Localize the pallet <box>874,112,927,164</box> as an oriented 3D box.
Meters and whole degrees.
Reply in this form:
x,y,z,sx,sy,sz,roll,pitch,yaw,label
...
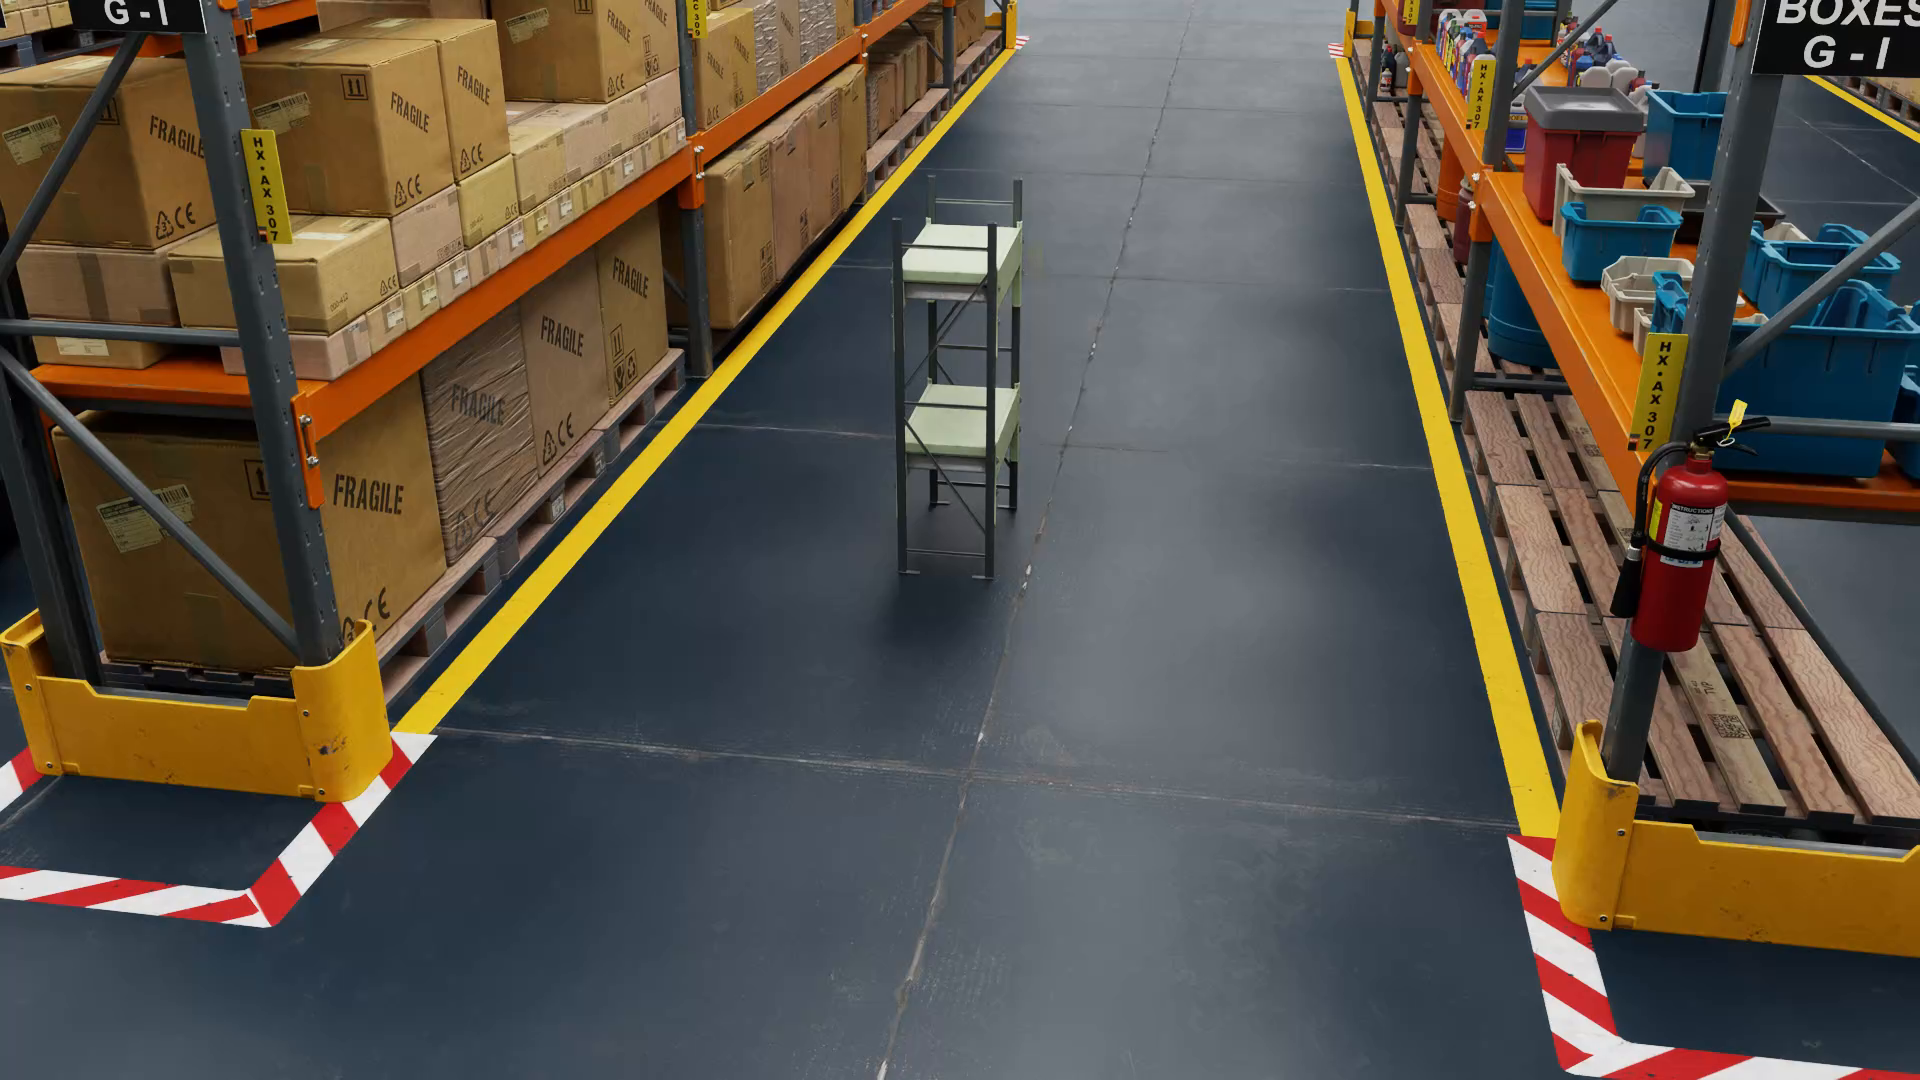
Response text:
x,y,z,sx,sy,sz,roll,pitch,yaw,label
-0.886,-3.537,14.558,1.003,0.211,1.213,4,25,9,pallet

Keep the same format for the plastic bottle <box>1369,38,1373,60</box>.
x,y,z,sx,sy,sz,roll,pitch,yaw,label
4.374,-5.194,17.508,0.097,0.271,0.097,0,25,0,plastic bottle

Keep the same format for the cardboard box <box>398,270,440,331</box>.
x,y,z,sx,sy,sz,roll,pitch,yaw,label
-2.058,-0.845,5.814,0.380,0.149,0.250,3,25,7,cardboard box

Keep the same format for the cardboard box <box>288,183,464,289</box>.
x,y,z,sx,sy,sz,roll,pitch,yaw,label
-2.101,-1.086,5.857,0.500,0.250,0.500,4,25,8,cardboard box

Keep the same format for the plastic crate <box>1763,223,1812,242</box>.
x,y,z,sx,sy,sz,roll,pitch,yaw,label
3.028,-1.107,6.318,0.293,0.136,0.466,4,25,9,plastic crate

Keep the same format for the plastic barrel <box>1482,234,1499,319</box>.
x,y,z,sx,sy,sz,roll,pitch,yaw,label
3.238,-1.711,9.347,0.600,0.901,0.708,4,25,9,plastic barrel

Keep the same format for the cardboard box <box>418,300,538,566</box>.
x,y,z,sx,sy,sz,roll,pitch,yaw,label
-2.349,-0.501,6.792,0.875,0.875,0.875,4,25,9,cardboard box

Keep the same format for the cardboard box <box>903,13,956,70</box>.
x,y,z,sx,sy,sz,roll,pitch,yaw,label
-0.372,-5.100,17.061,0.500,0.500,0.500,13,28,25,cardboard box

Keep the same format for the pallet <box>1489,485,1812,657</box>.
x,y,z,sx,sy,sz,roll,pitch,yaw,label
2.737,0.136,6.710,1.003,0.211,1.213,4,25,9,pallet

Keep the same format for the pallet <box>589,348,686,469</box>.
x,y,z,sx,sy,sz,roll,pitch,yaw,label
-2.072,-0.716,8.531,1.003,0.211,1.213,4,25,9,pallet

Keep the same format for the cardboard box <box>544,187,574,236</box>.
x,y,z,sx,sy,sz,roll,pitch,yaw,label
-1.849,-1.384,6.965,0.380,0.149,0.250,4,25,9,cardboard box

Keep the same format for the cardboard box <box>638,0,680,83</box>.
x,y,z,sx,sy,sz,roll,pitch,yaw,label
-1.681,-2.487,7.967,0.500,0.500,0.500,5,25,10,cardboard box

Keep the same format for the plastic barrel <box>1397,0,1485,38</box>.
x,y,z,sx,sy,sz,roll,pitch,yaw,label
3.447,-3.898,11.880,0.600,0.536,0.708,4,25,9,plastic barrel

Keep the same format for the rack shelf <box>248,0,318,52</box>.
x,y,z,sx,sy,sz,roll,pitch,yaw,label
-5.766,-4.861,14.946,1.077,0.370,4.000,4,25,9,rack shelf

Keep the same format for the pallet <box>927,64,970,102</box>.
x,y,z,sx,sy,sz,roll,pitch,yaw,label
-0.488,-4.658,16.953,1.003,0.211,1.213,4,25,9,pallet

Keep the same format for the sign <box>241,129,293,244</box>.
x,y,z,sx,sy,sz,roll,pitch,yaw,label
-1.977,-1.006,4.746,0.100,0.325,0.005,4,25,9,sign

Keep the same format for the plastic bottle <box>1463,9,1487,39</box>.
x,y,z,sx,sy,sz,roll,pitch,yaw,label
3.430,-3.396,11.114,0.152,0.276,0.135,4,25,9,plastic bottle

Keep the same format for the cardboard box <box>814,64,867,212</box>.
x,y,z,sx,sy,sz,roll,pitch,yaw,label
-1.350,-2.905,11.930,1.225,0.875,0.875,3,25,6,cardboard box

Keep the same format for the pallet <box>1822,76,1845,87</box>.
x,y,z,sx,sy,sz,roll,pitch,yaw,label
9.780,-5.037,17.762,1.003,0.211,1.213,4,25,9,pallet

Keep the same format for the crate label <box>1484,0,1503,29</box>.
x,y,z,sx,sy,sz,roll,pitch,yaw,label
4.099,-4.034,12.289,0.502,0.435,0.616,4,25,9,crate label

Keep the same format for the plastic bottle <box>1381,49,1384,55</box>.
x,y,z,sx,sy,sz,roll,pitch,yaw,label
4.161,-4.704,16.447,0.061,0.283,0.133,6,26,12,plastic bottle

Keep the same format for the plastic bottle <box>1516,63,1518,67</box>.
x,y,z,sx,sy,sz,roll,pitch,yaw,label
3.052,-2.497,9.198,0.097,0.271,0.097,0,25,0,plastic bottle

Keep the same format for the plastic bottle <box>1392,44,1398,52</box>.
x,y,z,sx,sy,sz,roll,pitch,yaw,label
4.364,-4.829,16.713,0.061,0.283,0.133,4,25,9,plastic bottle

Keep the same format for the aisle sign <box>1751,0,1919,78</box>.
x,y,z,sx,sy,sz,roll,pitch,yaw,label
2.062,-1.443,3.729,0.394,0.787,0.004,4,25,9,aisle sign

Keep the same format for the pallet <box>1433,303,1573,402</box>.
x,y,z,sx,sy,sz,roll,pitch,yaw,label
3.183,-1.006,9.149,1.003,0.211,1.213,4,25,9,pallet

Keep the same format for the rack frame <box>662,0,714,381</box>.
x,y,z,sx,sy,sz,roll,pitch,yaw,label
-1.870,-2.292,8.608,1.000,3.000,0.127,4,25,9,rack frame

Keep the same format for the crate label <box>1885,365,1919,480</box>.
x,y,z,sx,sy,sz,roll,pitch,yaw,label
2.728,-0.308,4.495,0.416,0.233,0.303,4,25,9,crate label

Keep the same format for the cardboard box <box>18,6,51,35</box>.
x,y,z,sx,sy,sz,roll,pitch,yaw,label
-6.061,-3.319,10.604,0.380,0.149,0.250,3,25,6,cardboard box

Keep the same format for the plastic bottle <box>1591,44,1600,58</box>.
x,y,z,sx,sy,sz,roll,pitch,yaw,label
3.726,-2.763,9.752,0.061,0.283,0.133,4,25,9,plastic bottle

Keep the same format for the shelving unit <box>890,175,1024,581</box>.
x,y,z,sx,sy,sz,roll,pitch,yaw,label
0.001,-0.682,6.938,0.431,1.500,0.755,4,25,9,shelving unit

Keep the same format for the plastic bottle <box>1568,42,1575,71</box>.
x,y,z,sx,sy,sz,roll,pitch,yaw,label
3.902,-3.067,10.499,0.097,0.201,0.097,0,25,0,plastic bottle

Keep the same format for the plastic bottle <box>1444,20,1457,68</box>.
x,y,z,sx,sy,sz,roll,pitch,yaw,label
3.138,-3.164,10.608,0.061,0.283,0.133,4,25,9,plastic bottle

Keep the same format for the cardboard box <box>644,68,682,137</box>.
x,y,z,sx,sy,sz,roll,pitch,yaw,label
-1.683,-2.156,8.143,0.500,0.250,0.500,4,25,8,cardboard box

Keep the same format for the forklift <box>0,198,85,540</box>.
x,y,z,sx,sy,sz,roll,pitch,yaw,label
-4.642,-1.623,7.261,1.130,2.935,3.031,0,25,0,forklift

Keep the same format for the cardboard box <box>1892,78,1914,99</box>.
x,y,z,sx,sy,sz,roll,pitch,yaw,label
9.161,-4.312,15.672,0.500,0.250,0.500,4,25,9,cardboard box

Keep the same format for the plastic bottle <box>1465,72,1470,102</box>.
x,y,z,sx,sy,sz,roll,pitch,yaw,label
2.956,-2.613,9.529,0.097,0.201,0.097,0,25,0,plastic bottle

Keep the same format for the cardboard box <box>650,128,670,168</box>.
x,y,z,sx,sy,sz,roll,pitch,yaw,label
-1.639,-1.920,8.110,0.380,0.149,0.250,5,25,10,cardboard box

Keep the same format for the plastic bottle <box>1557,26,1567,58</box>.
x,y,z,sx,sy,sz,roll,pitch,yaw,label
3.988,-3.286,10.966,0.097,0.201,0.097,0,25,0,plastic bottle

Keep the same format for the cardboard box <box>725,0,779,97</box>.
x,y,z,sx,sy,sz,roll,pitch,yaw,label
-1.385,-2.932,9.857,0.500,0.500,0.500,3,25,7,cardboard box

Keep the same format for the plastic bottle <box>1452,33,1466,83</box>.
x,y,z,sx,sy,sz,roll,pitch,yaw,label
3.046,-2.930,10.109,0.061,0.283,0.133,4,25,9,plastic bottle

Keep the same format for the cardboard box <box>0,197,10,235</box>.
x,y,z,sx,sy,sz,roll,pitch,yaw,label
-6.364,-2.026,10.494,0.500,0.500,0.500,5,26,11,cardboard box

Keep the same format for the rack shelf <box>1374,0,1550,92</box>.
x,y,z,sx,sy,sz,roll,pitch,yaw,label
3.997,-4.132,13.388,1.077,0.370,4.000,4,25,9,rack shelf

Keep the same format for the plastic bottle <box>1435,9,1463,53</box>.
x,y,z,sx,sy,sz,roll,pitch,yaw,label
3.280,-3.407,11.136,0.152,0.276,0.135,4,25,9,plastic bottle

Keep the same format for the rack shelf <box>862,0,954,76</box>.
x,y,z,sx,sy,sz,roll,pitch,yaw,label
-0.890,-4.475,14.122,1.077,0.370,4.000,4,25,9,rack shelf

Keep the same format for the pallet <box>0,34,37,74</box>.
x,y,z,sx,sy,sz,roll,pitch,yaw,label
-6.478,-2.900,10.134,1.003,0.211,1.213,4,25,9,pallet

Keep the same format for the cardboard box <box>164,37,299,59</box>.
x,y,z,sx,sy,sz,roll,pitch,yaw,label
-5.905,-3.770,13.925,1.050,0.750,0.750,4,25,8,cardboard box

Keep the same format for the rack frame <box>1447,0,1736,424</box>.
x,y,z,sx,sy,sz,roll,pitch,yaw,label
3.016,-1.949,7.875,1.000,3.000,0.127,4,25,9,rack frame

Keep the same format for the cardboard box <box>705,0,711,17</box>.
x,y,z,sx,sy,sz,roll,pitch,yaw,label
-1.774,-3.059,8.946,0.797,0.503,0.637,3,25,7,cardboard box

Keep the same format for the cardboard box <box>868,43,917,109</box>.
x,y,z,sx,sy,sz,roll,pitch,yaw,label
-0.781,-4.251,15.224,0.700,0.500,0.500,4,25,8,cardboard box

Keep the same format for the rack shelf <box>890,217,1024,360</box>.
x,y,z,sx,sy,sz,roll,pitch,yaw,label
0.001,-1.036,6.773,0.431,0.370,0.720,4,25,9,rack shelf
